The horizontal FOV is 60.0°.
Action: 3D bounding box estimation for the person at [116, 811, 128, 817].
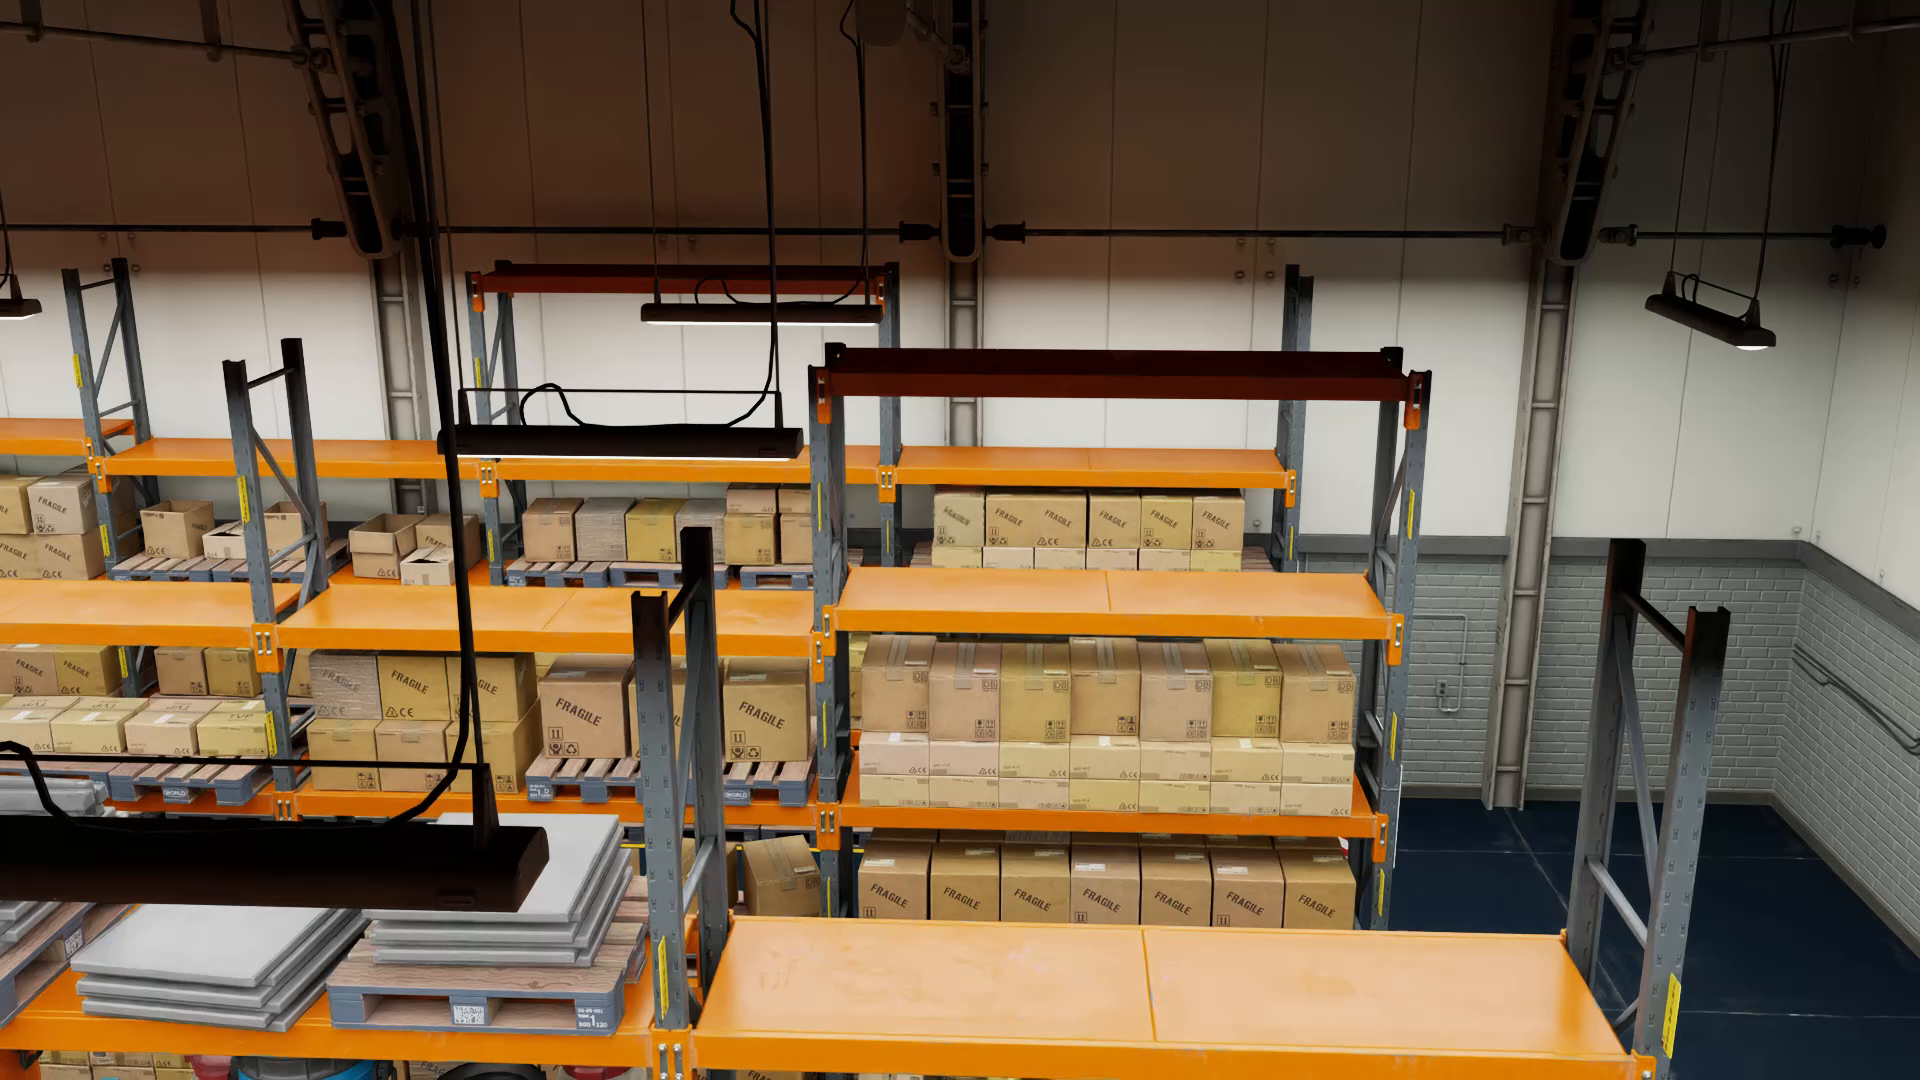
[{"bbox_3d":[-8.255,2.782,16.017,0.811,1.649,0.492,-9,19,-29],"label":"person"}]
